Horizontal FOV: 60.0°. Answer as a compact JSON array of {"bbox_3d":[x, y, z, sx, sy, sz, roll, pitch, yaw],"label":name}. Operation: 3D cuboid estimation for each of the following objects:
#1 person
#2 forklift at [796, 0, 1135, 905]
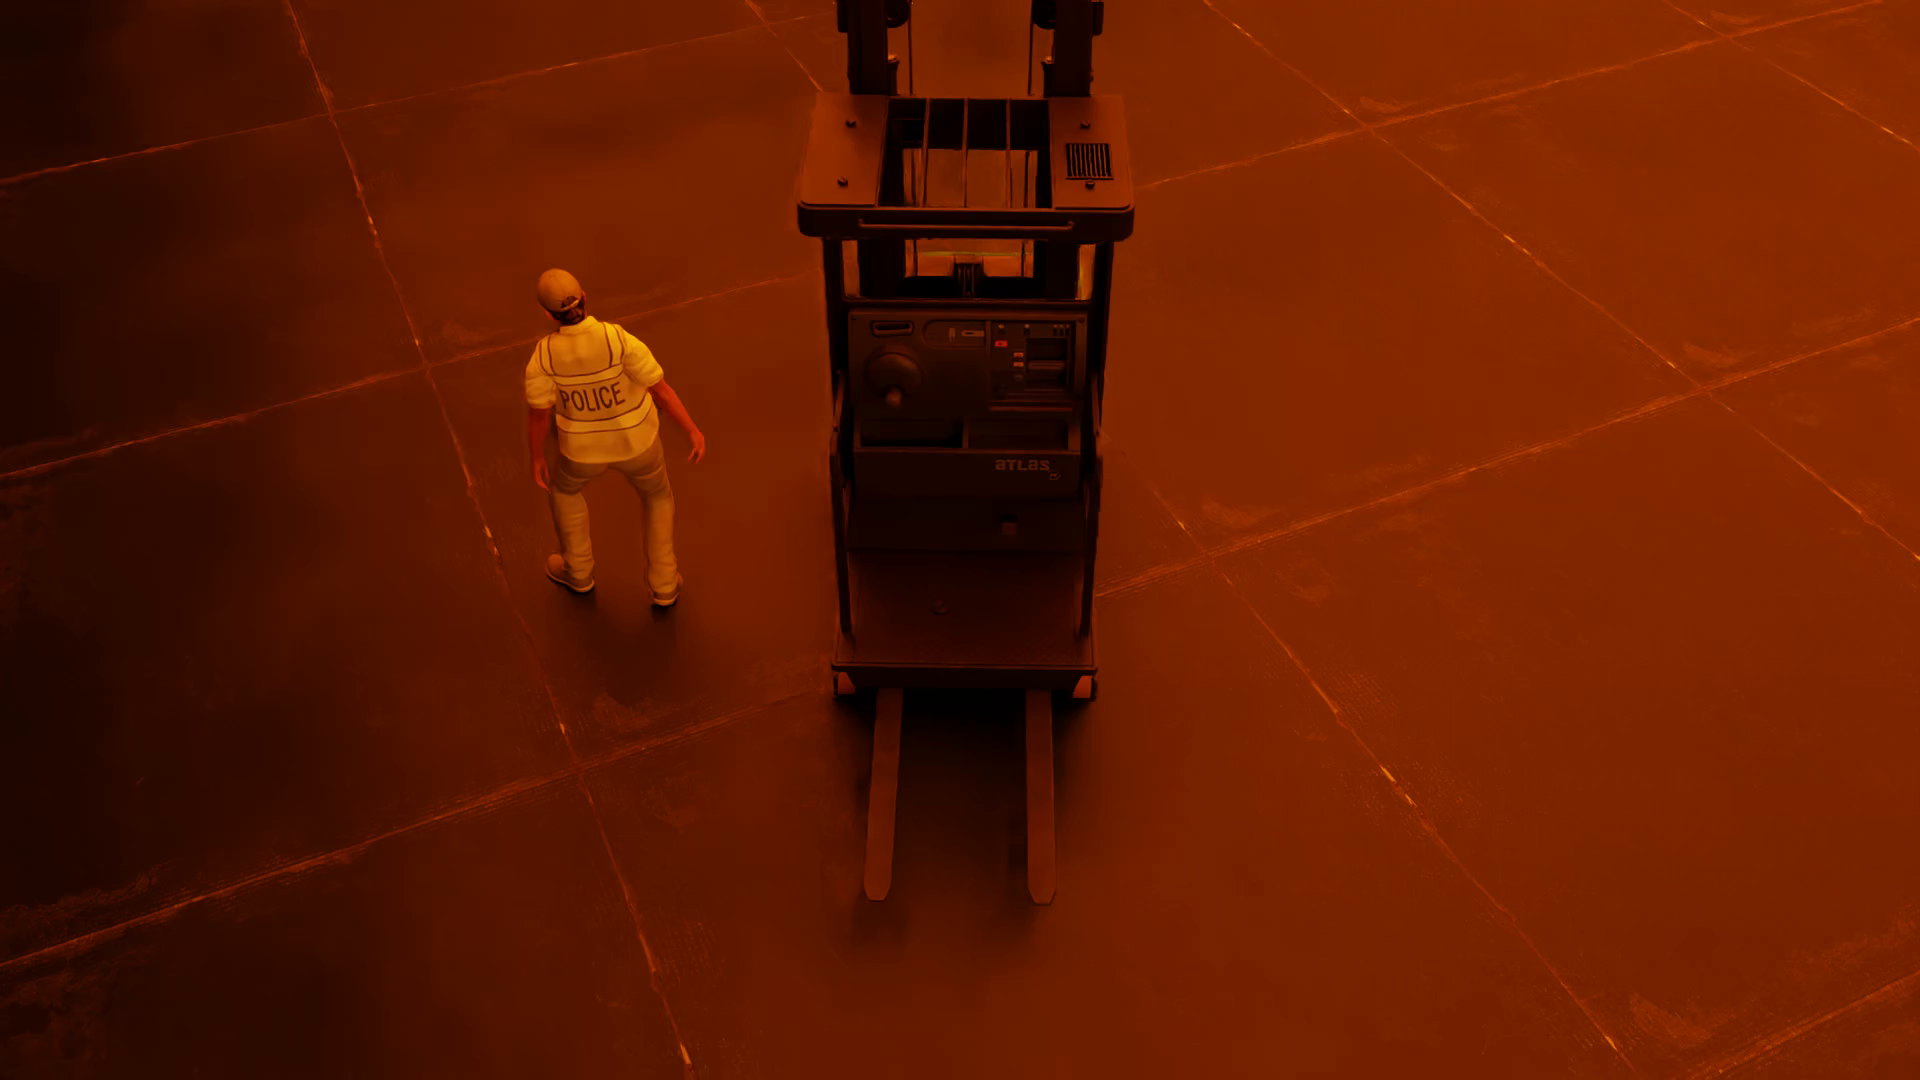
[{"bbox_3d":[-1.501,-0.408,7.133,0.817,1.652,0.498,-3,43,-3],"label":"person"},{"bbox_3d":[0.026,-0.617,6.341,1.130,2.935,3.031,1,43,1],"label":"forklift"}]
